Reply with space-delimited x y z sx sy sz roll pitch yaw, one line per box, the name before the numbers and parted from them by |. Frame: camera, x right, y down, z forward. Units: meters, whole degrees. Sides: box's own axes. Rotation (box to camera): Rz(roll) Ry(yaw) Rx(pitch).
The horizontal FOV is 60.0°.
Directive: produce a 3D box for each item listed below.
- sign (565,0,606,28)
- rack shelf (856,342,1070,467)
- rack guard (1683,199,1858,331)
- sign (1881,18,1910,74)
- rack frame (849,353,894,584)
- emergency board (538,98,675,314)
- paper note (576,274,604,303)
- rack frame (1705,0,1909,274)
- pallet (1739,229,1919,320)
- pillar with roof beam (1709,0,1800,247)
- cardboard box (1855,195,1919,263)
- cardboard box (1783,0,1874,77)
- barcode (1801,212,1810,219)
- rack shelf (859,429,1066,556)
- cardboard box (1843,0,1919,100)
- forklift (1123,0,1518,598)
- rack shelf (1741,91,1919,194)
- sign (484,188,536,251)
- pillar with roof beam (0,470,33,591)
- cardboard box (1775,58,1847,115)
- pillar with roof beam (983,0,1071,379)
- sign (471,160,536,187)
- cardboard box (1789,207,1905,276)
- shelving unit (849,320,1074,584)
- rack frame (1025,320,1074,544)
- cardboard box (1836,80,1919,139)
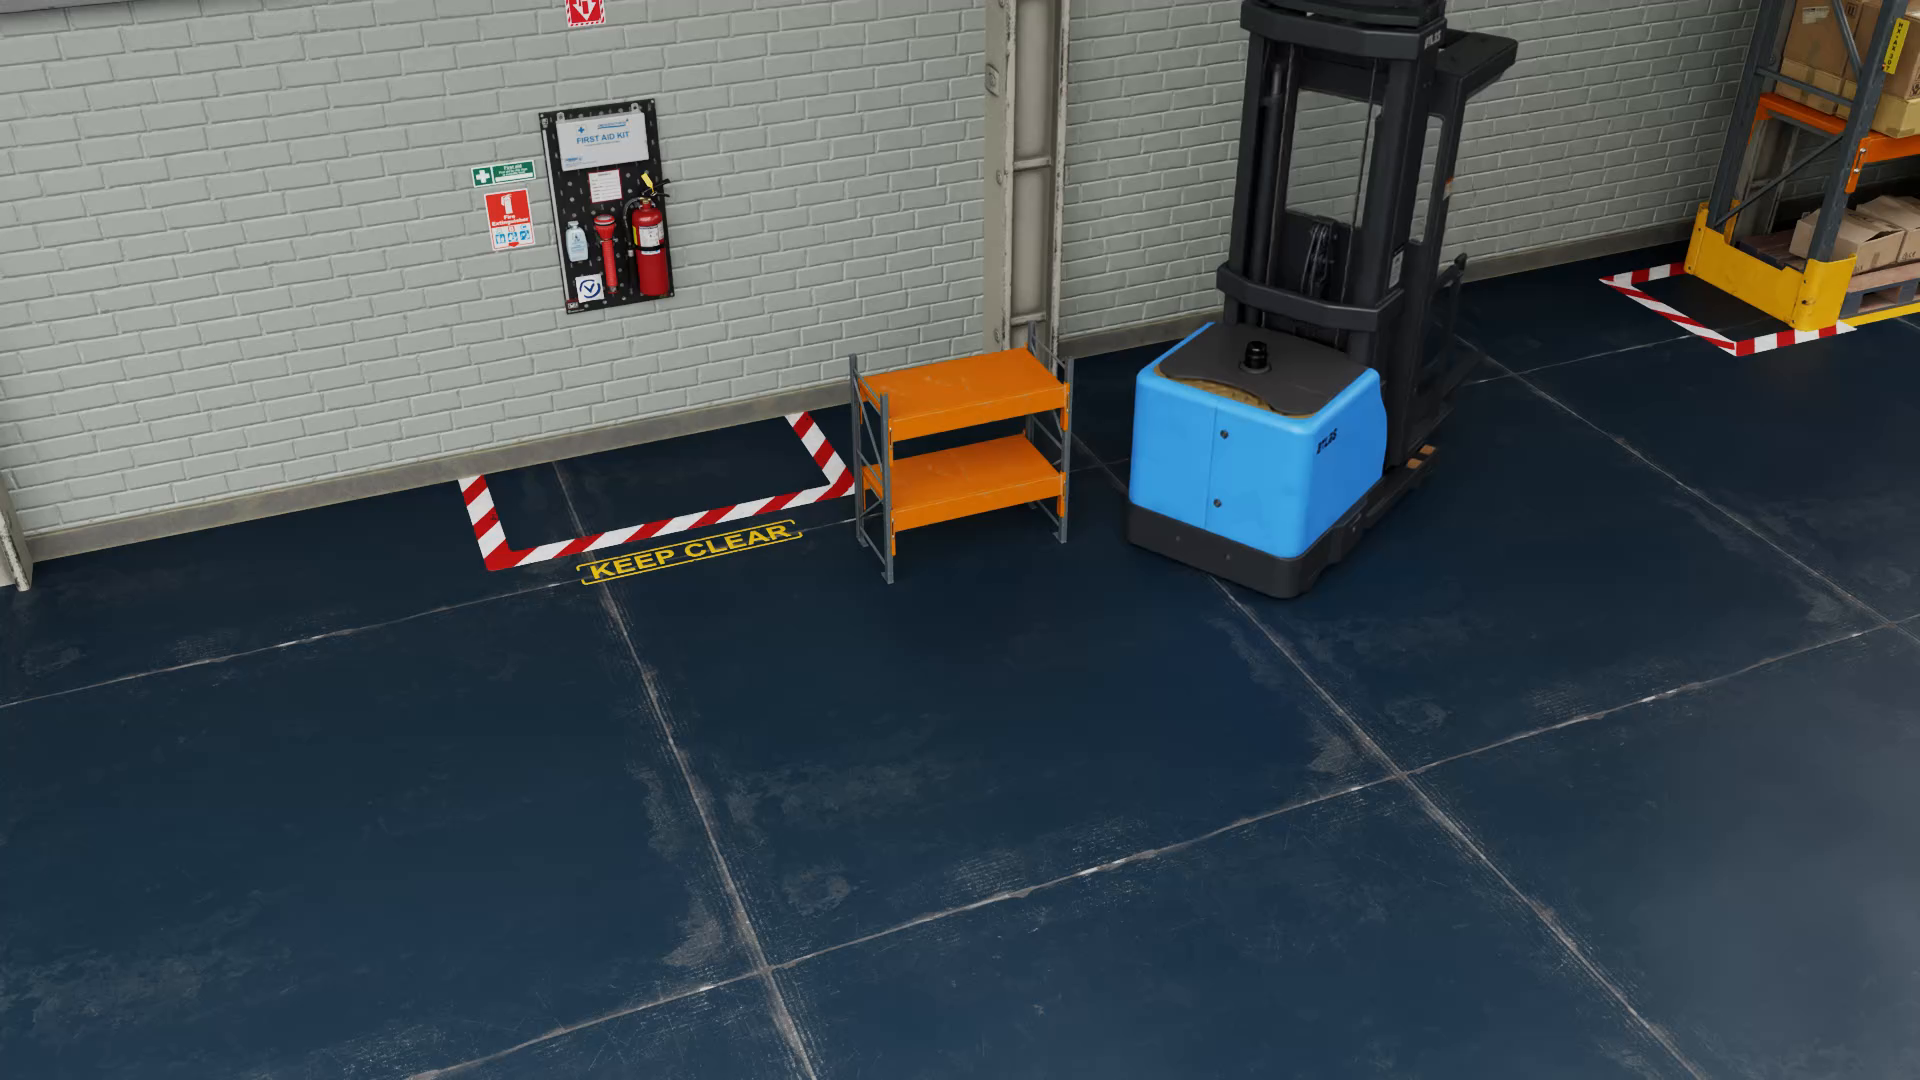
sign | -1.952 -2.818 8.623 0.199 0.298 0.001 -13 35 -19
rack shelf | 0.006 -0.718 8.704 1.000 0.278 0.538 -13 35 -19
rack guard | 5.679 -1.953 11.710 0.348 0.500 1.175 -13 35 -19
sign | 5.819 -3.074 10.349 0.005 0.325 0.100 -13 35 -19
rack frame | -0.462 -0.366 8.698 0.032 1.125 0.500 -13 35 -19
emergency board | -1.906 -1.798 9.180 0.643 1.169 0.194 -13 35 -19
paper note | -2.096 -1.426 9.417 0.142 0.148 0.016 -13 35 -19
rack frame | 5.609 -2.984 11.004 0.127 3.000 1.000 -13 35 -19
pallet | 6.442 -1.985 12.025 1.213 0.211 1.003 -13 35 -19
pillar with roof beam | 7.586 -3.917 6.937 0.400 9.000 9.100 -13 35 -19
cardboard box | 6.808 -2.263 11.957 0.500 0.311 0.500 -10 34 -15
cardboard box | 5.962 -3.450 11.152 0.500 0.500 0.500 -13 35 -19
barcode | 6.144 -2.351 12.085 0.075 0.075 0.001 -13 35 -19
rack shelf | 0.006 -0.268 8.997 1.000 0.278 0.538 -13 35 -19
cardboard box | 6.166 -3.194 10.758 0.500 0.500 0.500 -13 35 -19
forklift | 2.173 -1.678 9.059 1.130 2.935 3.031 22 39 30
rack shelf | 7.453 -3.105 11.849 4.000 0.370 1.077 -13 35 -19
sign | -2.455 -1.748 9.071 0.234 0.329 0.001 -13 35 -19
pillar with roof beam | -3.478 -1.383 3.043 0.400 9.000 9.100 -13 35 -19
cardboard box | 5.965 -3.126 11.341 0.500 0.250 0.500 -12 35 -18
pillar with roof beam | 2.054 -2.650 4.990 0.400 9.000 9.100 -13 35 -19
sign | -2.448 -1.966 8.921 0.331 0.109 0.001 -13 35 -19
cardboard box | 6.282 -2.142 11.772 0.500 0.311 0.500 -17 37 -24
shelving unit | 0.006 -0.473 8.863 1.048 1.125 0.538 -13 35 -19
rack frame | 0.475 -0.580 9.028 0.032 1.125 0.500 -13 35 -19
cardboard box | 6.182 -2.873 10.952 0.500 0.250 0.500 -14 36 -20
